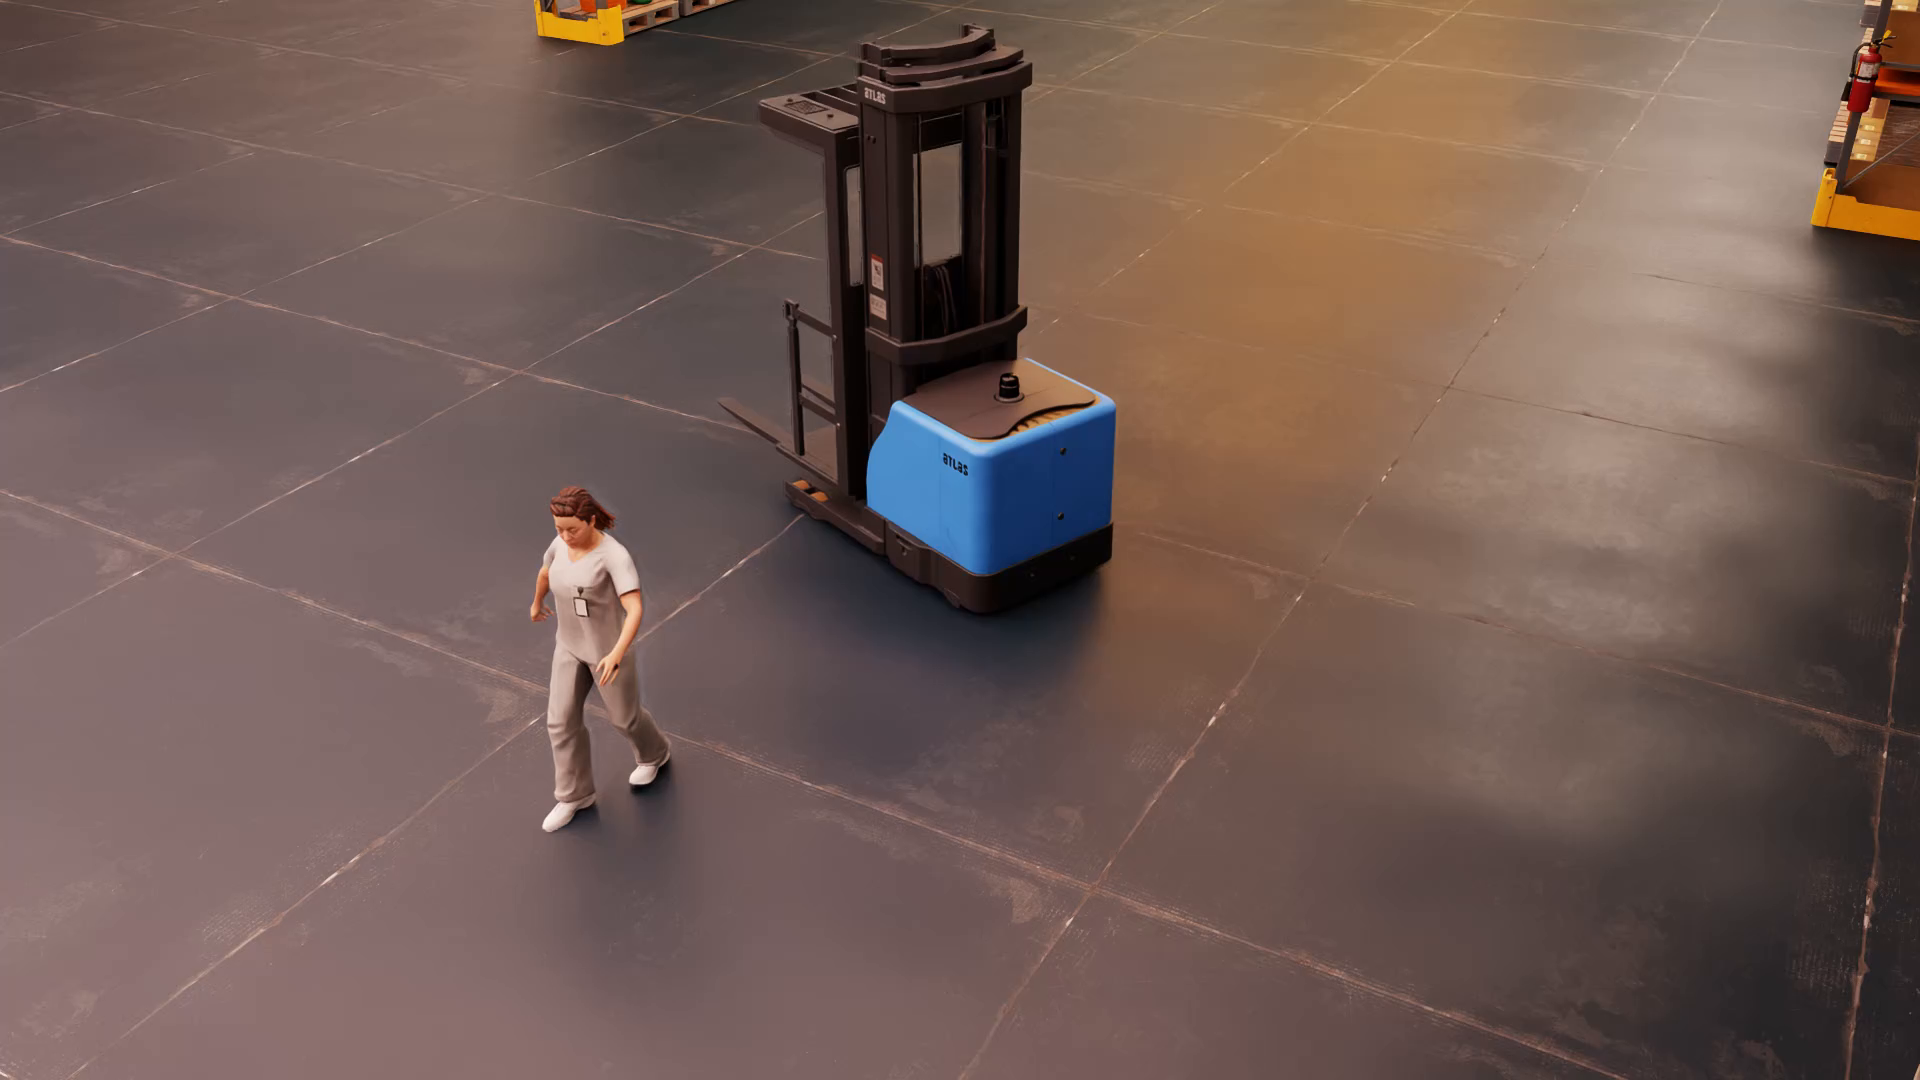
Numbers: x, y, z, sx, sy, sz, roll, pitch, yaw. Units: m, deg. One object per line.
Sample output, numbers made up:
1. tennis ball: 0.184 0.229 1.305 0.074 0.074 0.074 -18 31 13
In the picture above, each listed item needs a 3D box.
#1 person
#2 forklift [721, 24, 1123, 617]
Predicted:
1. person: -1.700 0.505 7.490 0.823 1.651 0.719 16 34 26
2. forklift: -0.398 -1.517 9.699 1.130 2.935 3.031 -22 37 -33
